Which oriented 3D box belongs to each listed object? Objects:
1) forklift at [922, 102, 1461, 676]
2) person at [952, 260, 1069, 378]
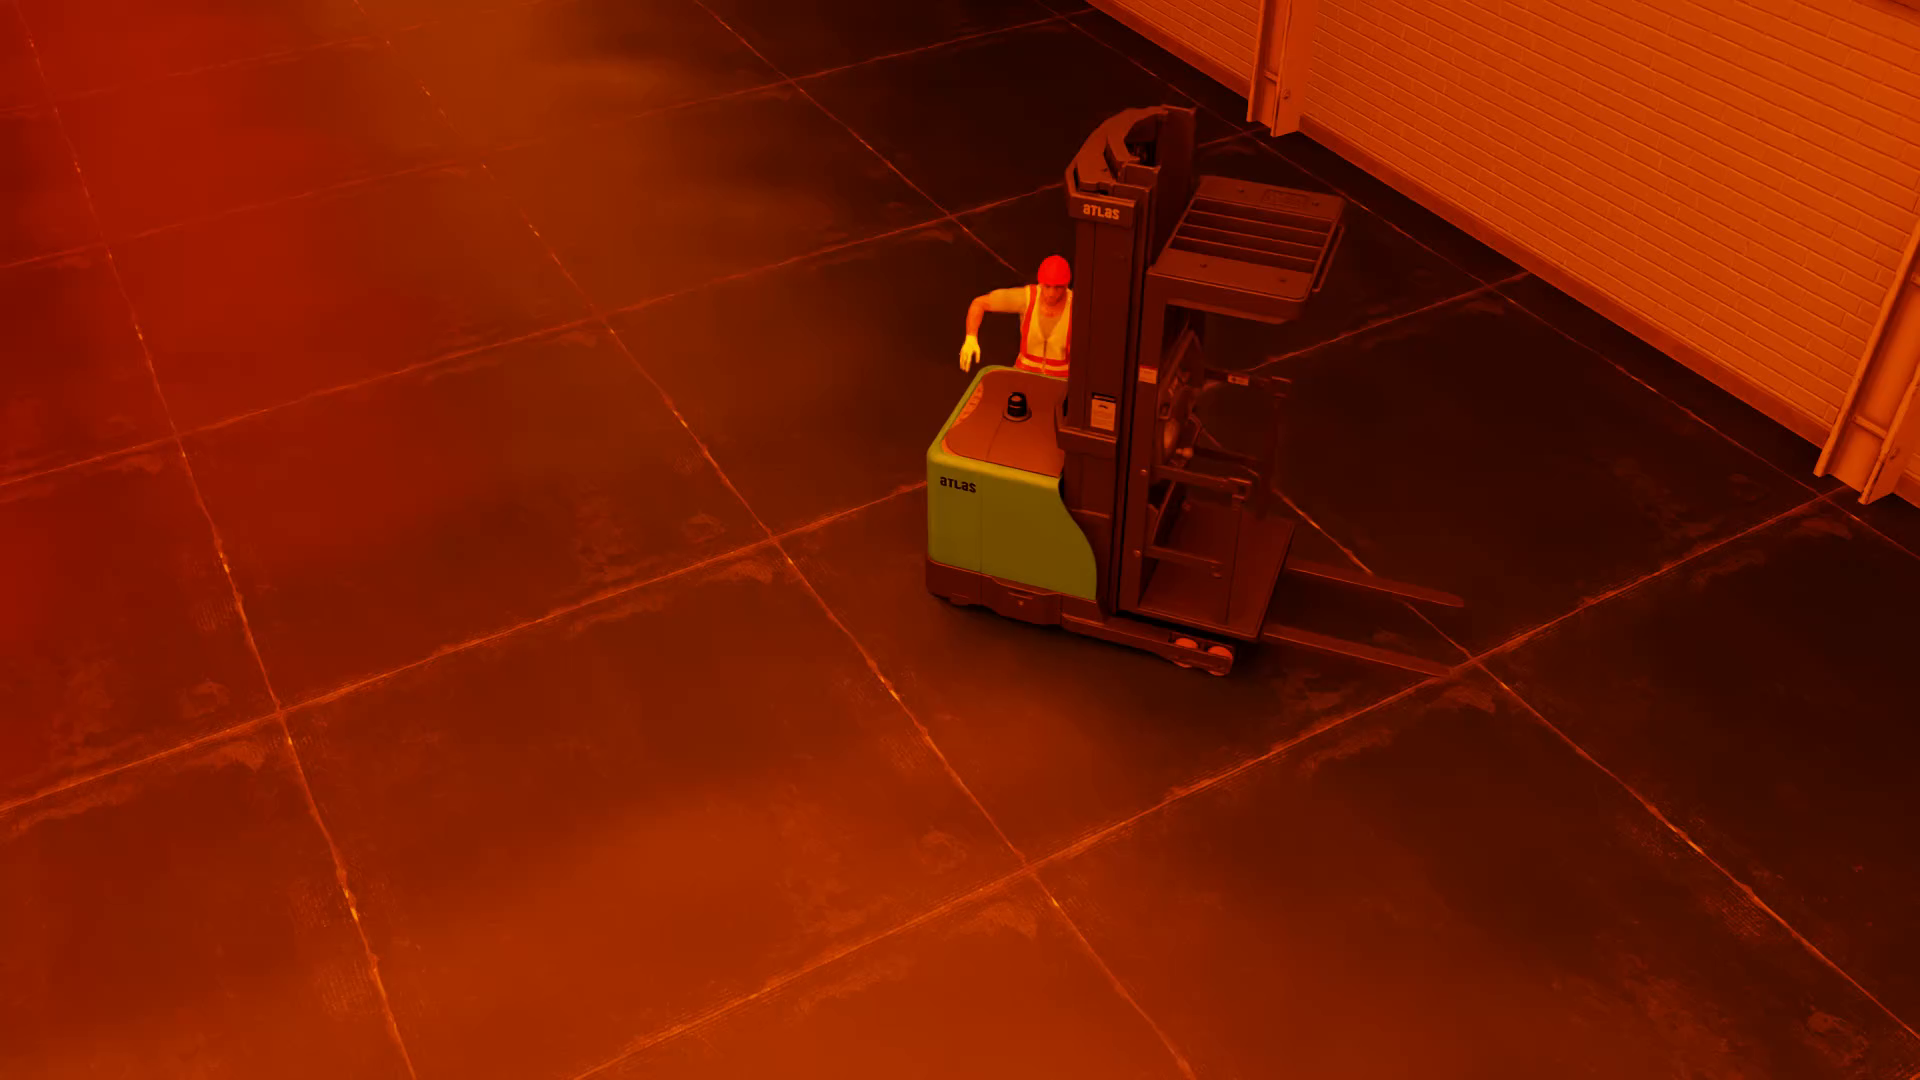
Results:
[{"bbox_3d":[1.347,-0.754,8.945,3.031,2.935,1.130,13,42,16],"label":"forklift"},{"bbox_3d":[0.522,-0.890,10.171,1.153,1.590,0.844,5,40,6],"label":"person"}]
